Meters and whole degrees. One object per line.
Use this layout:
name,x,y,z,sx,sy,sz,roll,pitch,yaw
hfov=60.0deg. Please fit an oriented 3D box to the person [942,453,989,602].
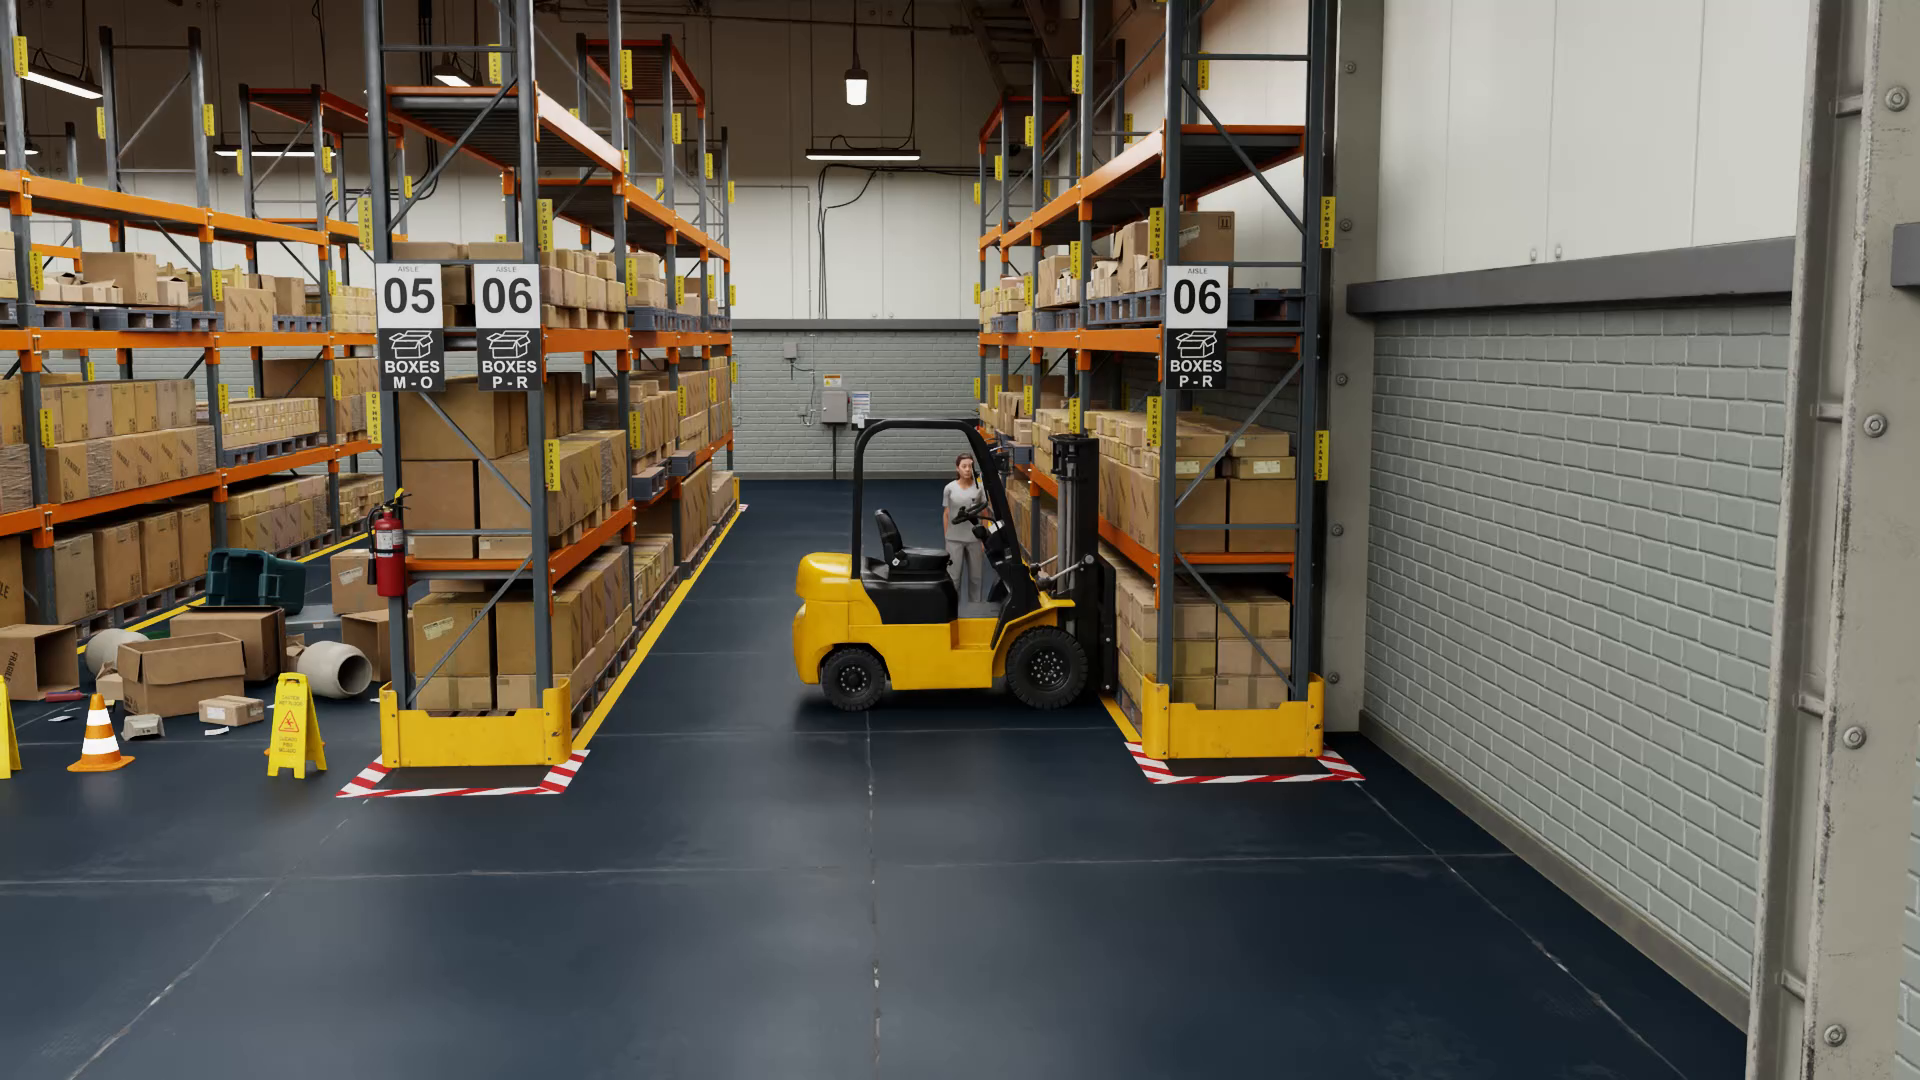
person,0.053,0.024,15.682,0.436,1.690,0.377,0,7,-2
